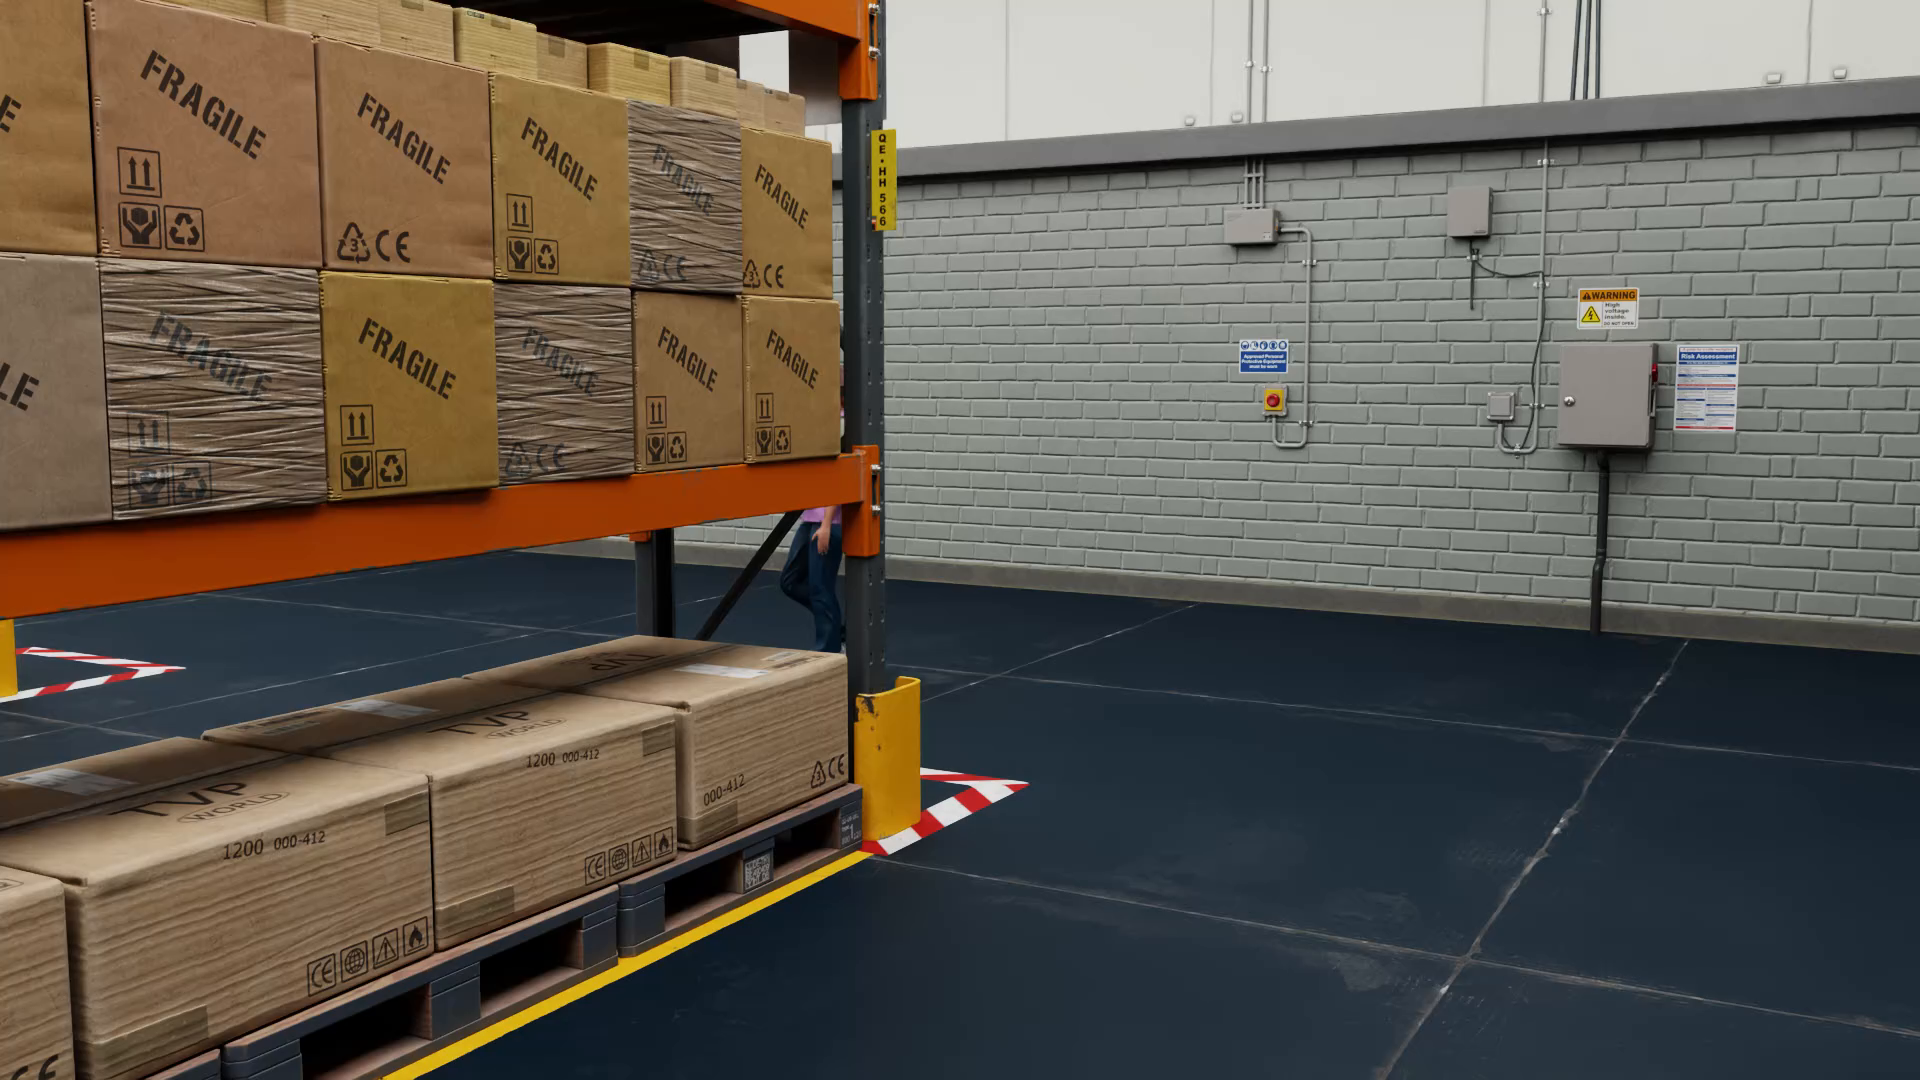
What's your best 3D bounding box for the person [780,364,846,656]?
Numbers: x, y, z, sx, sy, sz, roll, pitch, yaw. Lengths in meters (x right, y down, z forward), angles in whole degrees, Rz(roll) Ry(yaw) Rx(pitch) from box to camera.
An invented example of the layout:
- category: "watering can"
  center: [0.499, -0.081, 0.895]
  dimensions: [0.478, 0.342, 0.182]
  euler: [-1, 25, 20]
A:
- category: "person"
  center: [-0.677, -0.063, 8.168]
  dimensions: [0.445, 1.583, 0.453]
  euler: [-2, 6, -14]
